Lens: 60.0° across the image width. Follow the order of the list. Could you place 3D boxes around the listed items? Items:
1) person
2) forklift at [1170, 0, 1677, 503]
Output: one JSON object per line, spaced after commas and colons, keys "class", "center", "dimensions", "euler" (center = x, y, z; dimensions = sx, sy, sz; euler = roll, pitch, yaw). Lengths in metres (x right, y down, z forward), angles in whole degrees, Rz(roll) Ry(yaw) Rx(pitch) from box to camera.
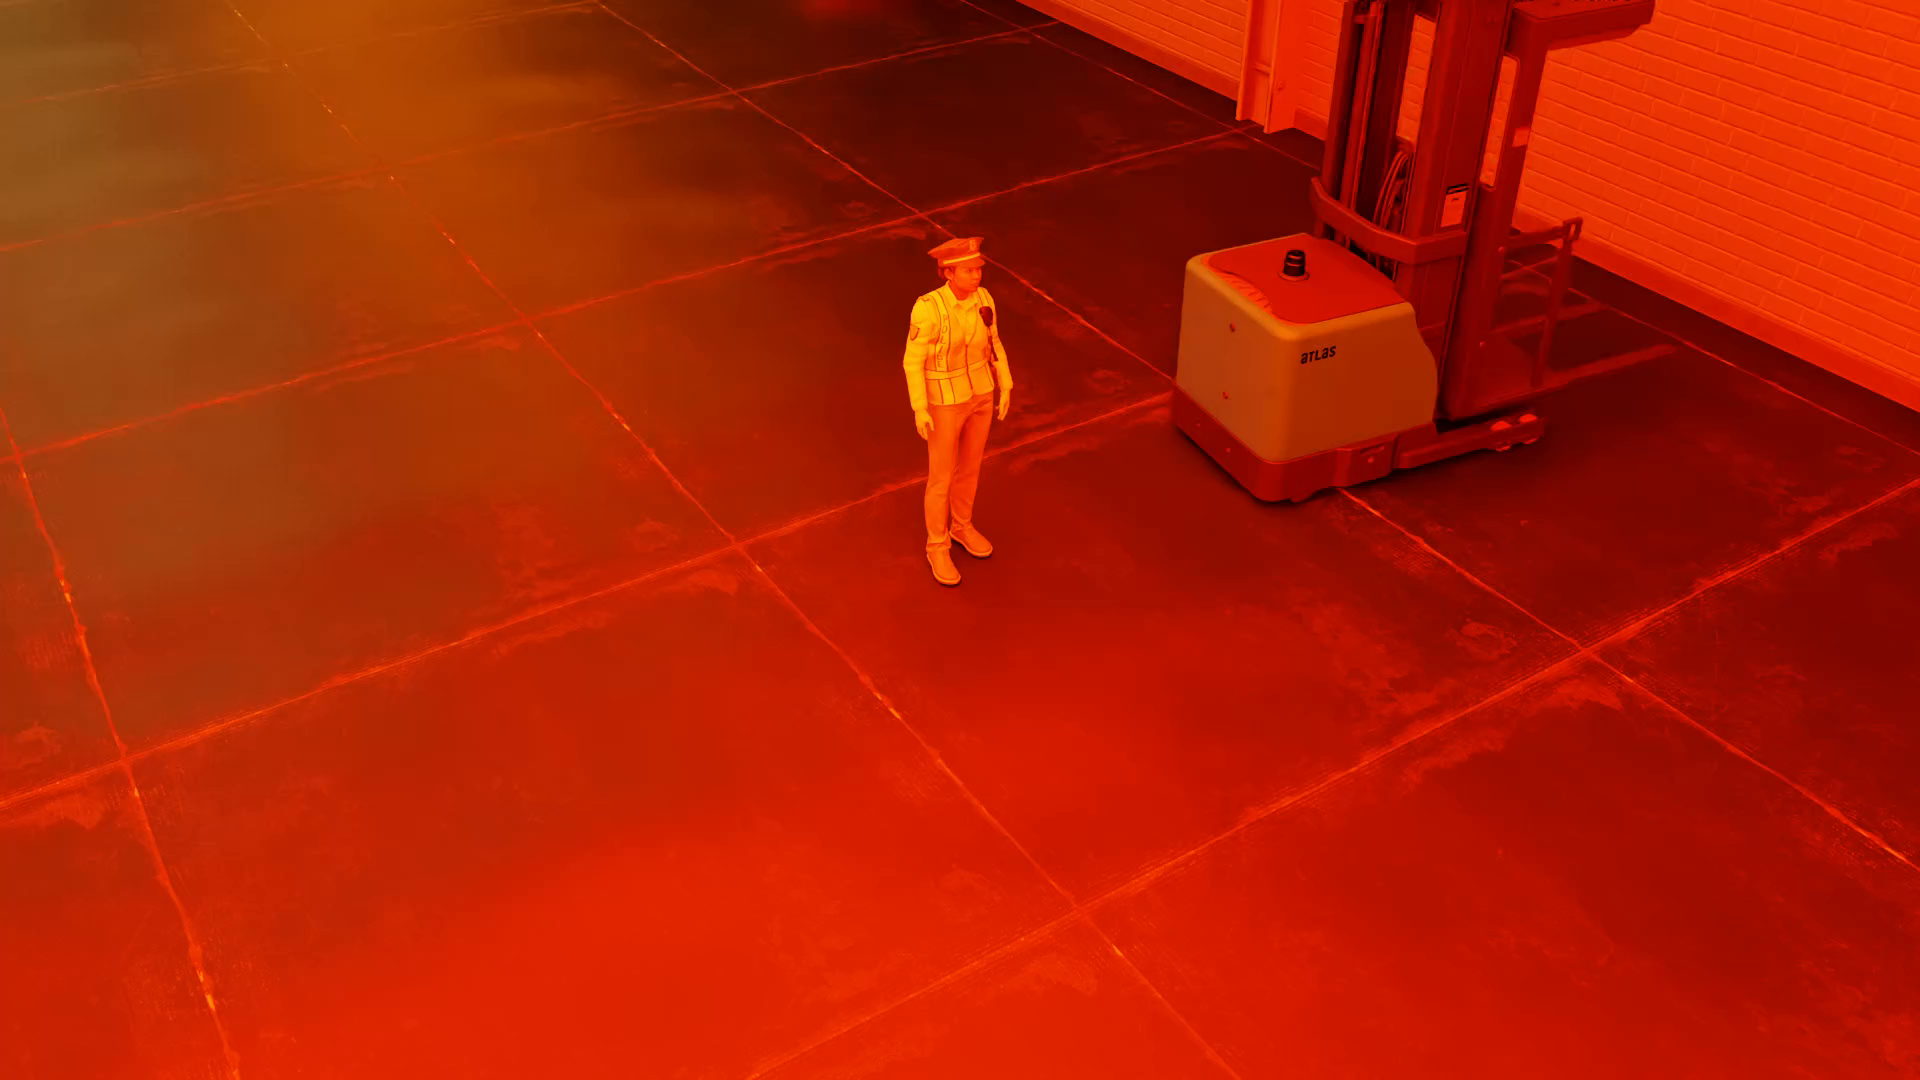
{"class": "person", "center": [0.024, -0.661, 8.152], "dimensions": [0.568, 1.694, 0.531], "euler": [-21, 40, -27]}
{"class": "forklift", "center": [2.771, -1.962, 8.941], "dimensions": [3.031, 2.935, 1.130], "euler": [-15, 38, -20]}
